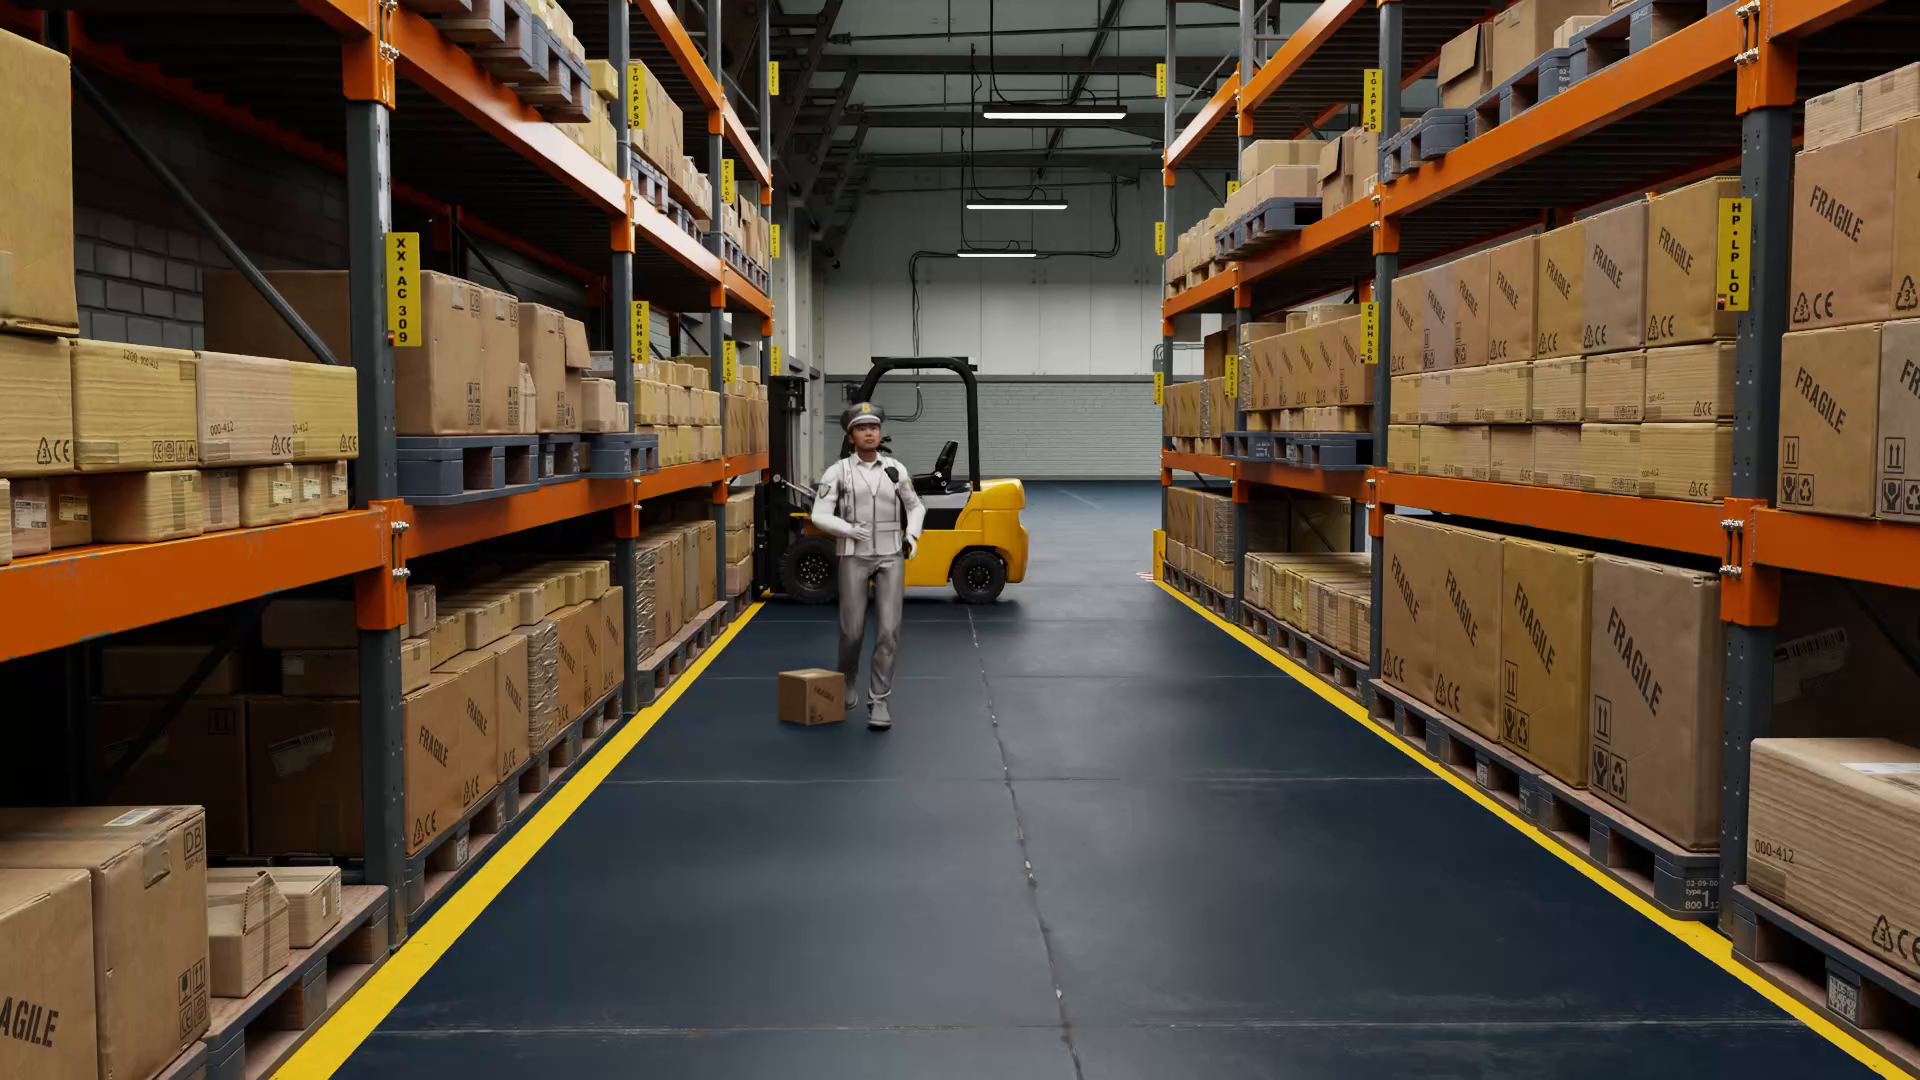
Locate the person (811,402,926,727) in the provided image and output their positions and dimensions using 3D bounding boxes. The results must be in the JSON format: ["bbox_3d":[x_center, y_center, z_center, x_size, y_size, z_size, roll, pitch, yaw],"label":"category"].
[{"bbox_3d":[-0.455,0.111,8.709,0.631,1.665,0.682,-1,4,-12],"label":"person"}]
